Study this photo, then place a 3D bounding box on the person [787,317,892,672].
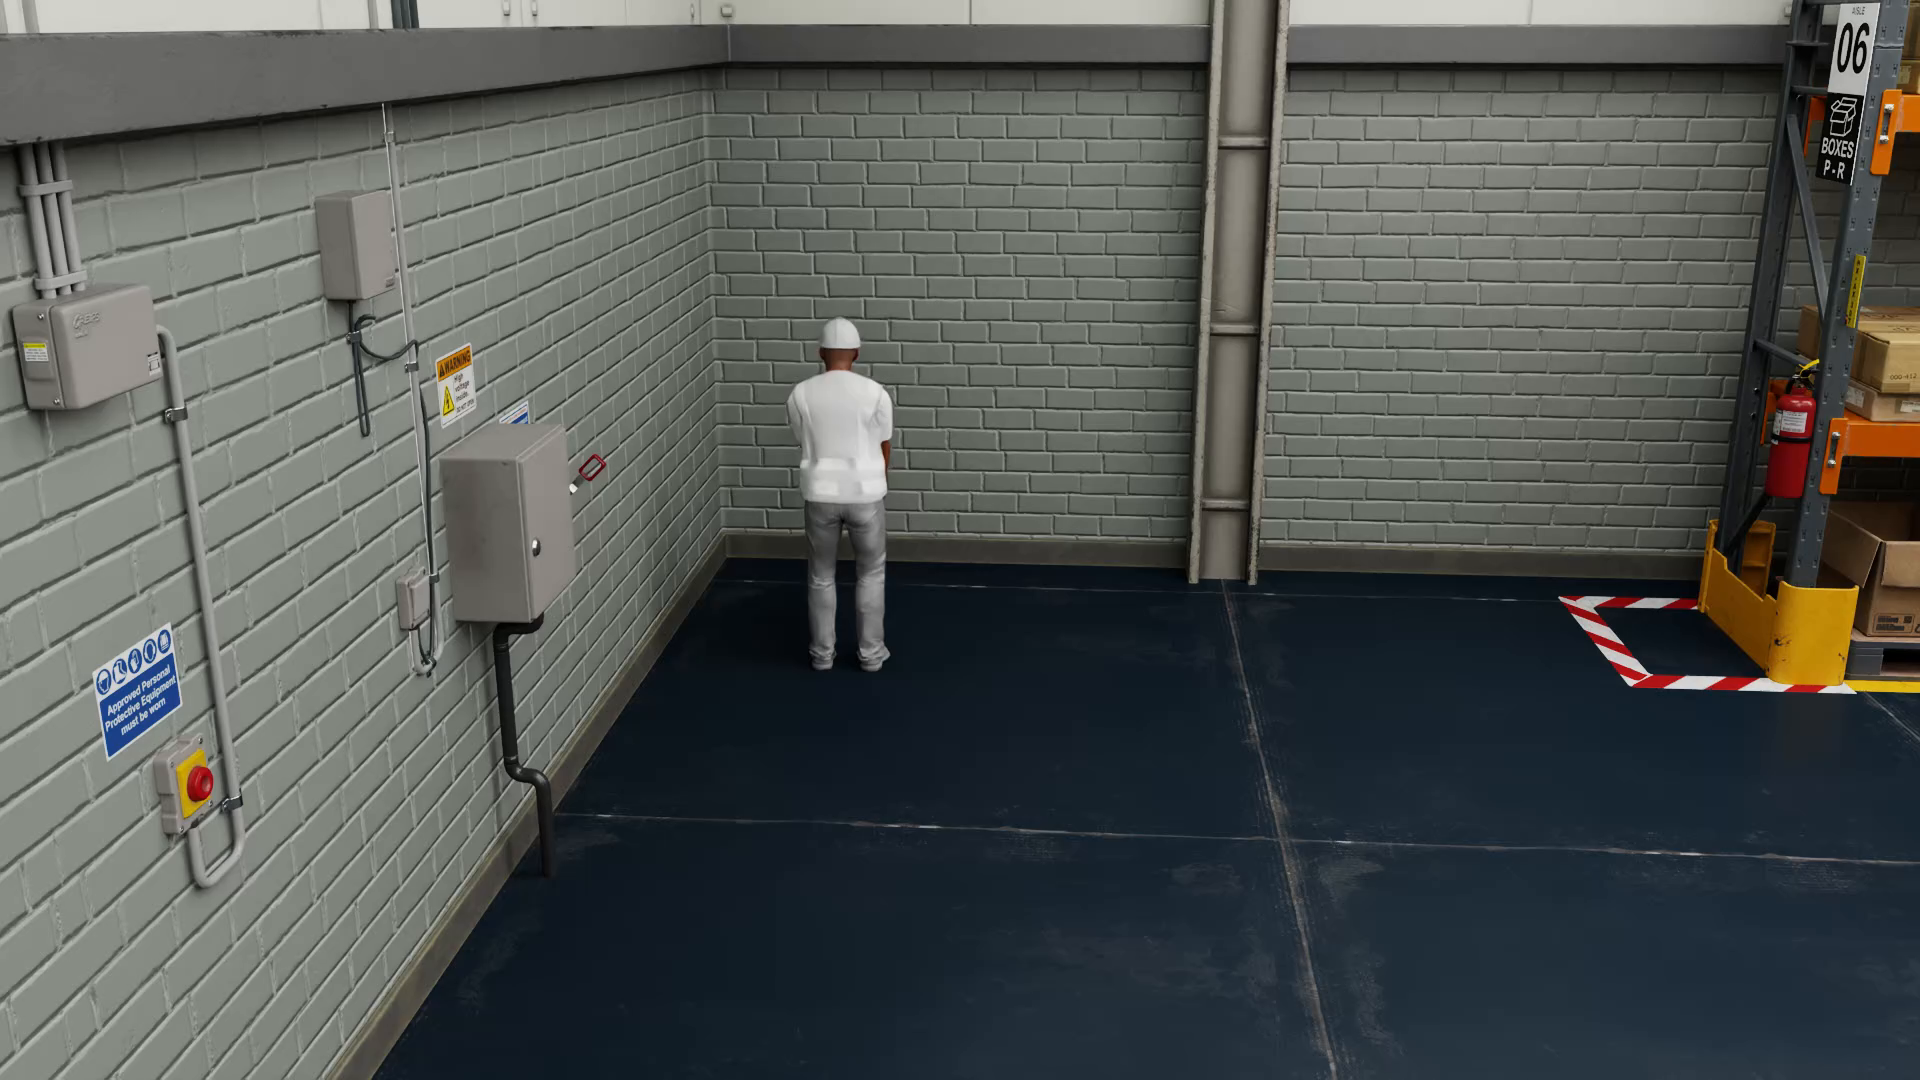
[{"bbox_3d":[-0.580,-0.240,8.295,0.503,1.752,0.587,1,17,3],"label":"person"}]
